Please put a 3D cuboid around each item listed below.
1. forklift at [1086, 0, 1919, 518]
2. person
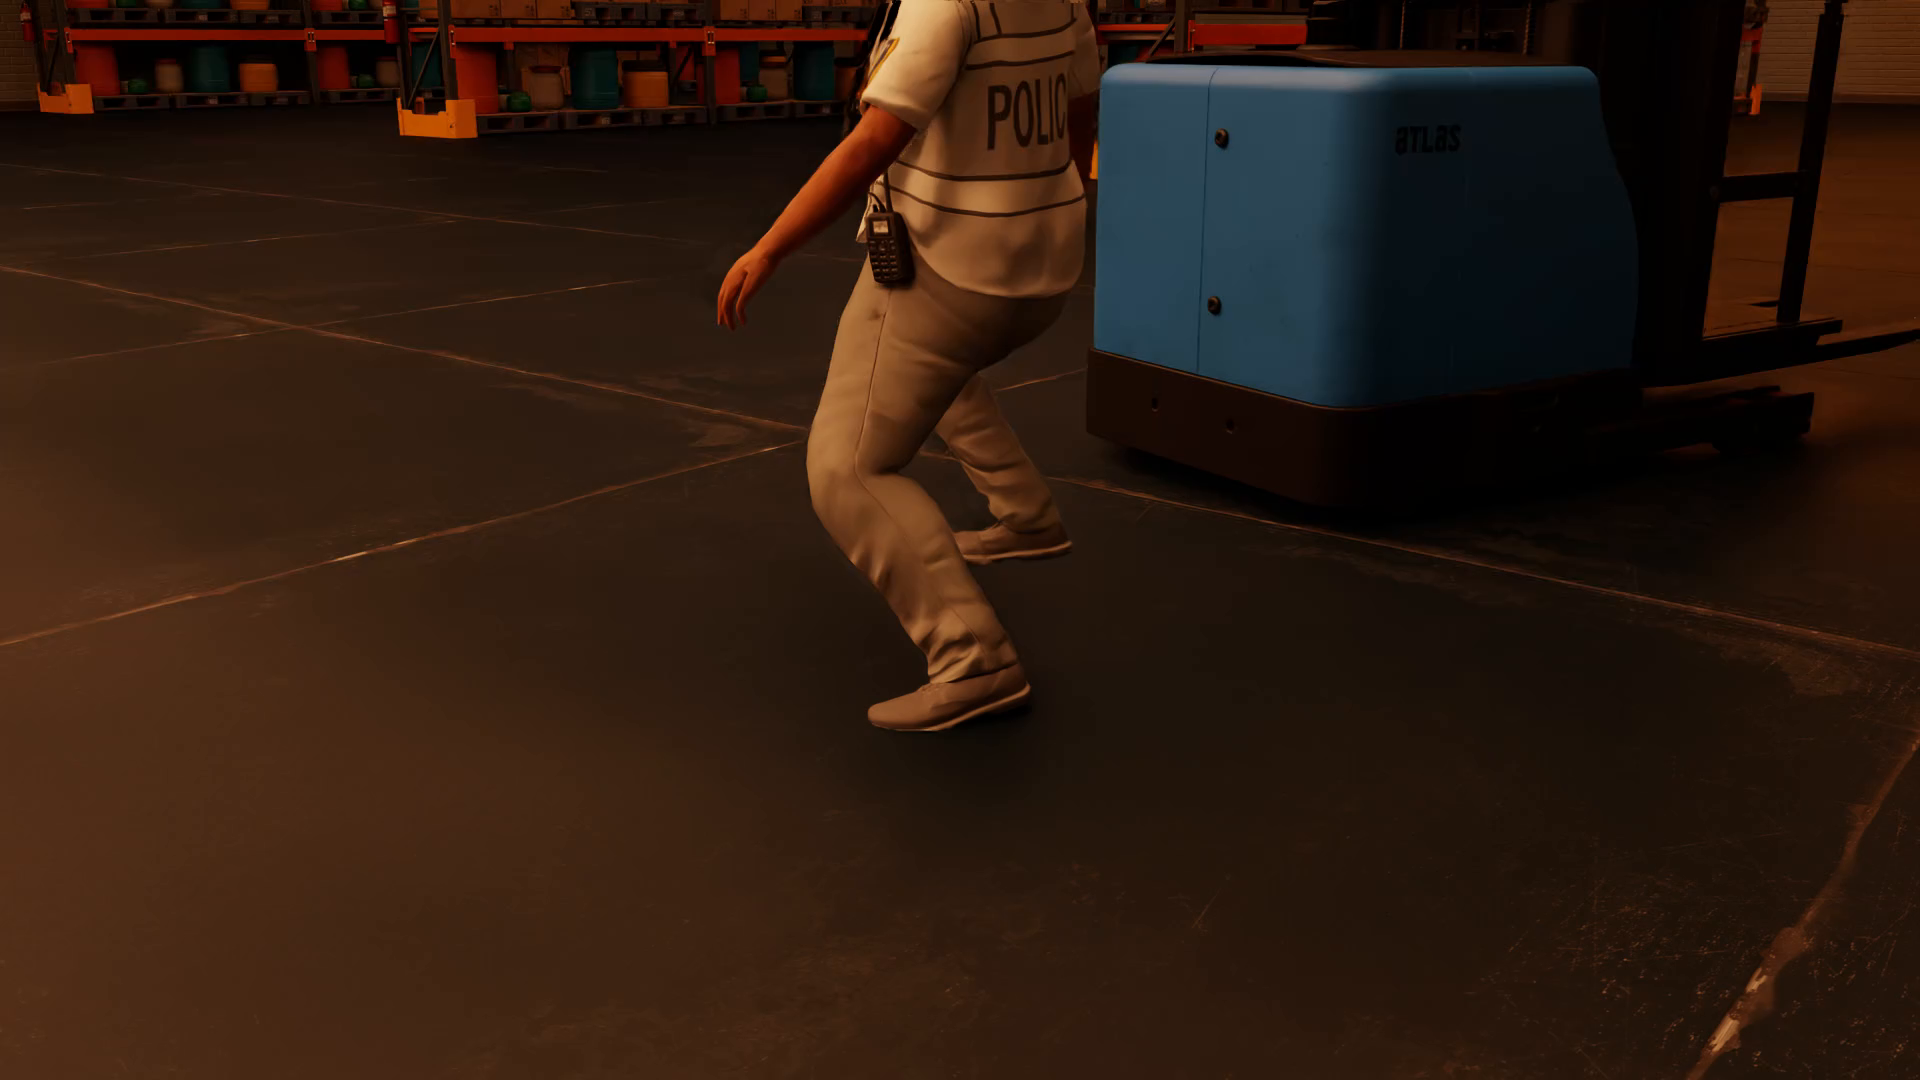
[{"bbox_3d":[1.877,-1.760,4.694,3.031,2.935,1.130,-10,20,-31],"label":"forklift"},{"bbox_3d":[-0.023,-0.517,3.039,0.626,1.560,0.877,11,20,33],"label":"person"}]
